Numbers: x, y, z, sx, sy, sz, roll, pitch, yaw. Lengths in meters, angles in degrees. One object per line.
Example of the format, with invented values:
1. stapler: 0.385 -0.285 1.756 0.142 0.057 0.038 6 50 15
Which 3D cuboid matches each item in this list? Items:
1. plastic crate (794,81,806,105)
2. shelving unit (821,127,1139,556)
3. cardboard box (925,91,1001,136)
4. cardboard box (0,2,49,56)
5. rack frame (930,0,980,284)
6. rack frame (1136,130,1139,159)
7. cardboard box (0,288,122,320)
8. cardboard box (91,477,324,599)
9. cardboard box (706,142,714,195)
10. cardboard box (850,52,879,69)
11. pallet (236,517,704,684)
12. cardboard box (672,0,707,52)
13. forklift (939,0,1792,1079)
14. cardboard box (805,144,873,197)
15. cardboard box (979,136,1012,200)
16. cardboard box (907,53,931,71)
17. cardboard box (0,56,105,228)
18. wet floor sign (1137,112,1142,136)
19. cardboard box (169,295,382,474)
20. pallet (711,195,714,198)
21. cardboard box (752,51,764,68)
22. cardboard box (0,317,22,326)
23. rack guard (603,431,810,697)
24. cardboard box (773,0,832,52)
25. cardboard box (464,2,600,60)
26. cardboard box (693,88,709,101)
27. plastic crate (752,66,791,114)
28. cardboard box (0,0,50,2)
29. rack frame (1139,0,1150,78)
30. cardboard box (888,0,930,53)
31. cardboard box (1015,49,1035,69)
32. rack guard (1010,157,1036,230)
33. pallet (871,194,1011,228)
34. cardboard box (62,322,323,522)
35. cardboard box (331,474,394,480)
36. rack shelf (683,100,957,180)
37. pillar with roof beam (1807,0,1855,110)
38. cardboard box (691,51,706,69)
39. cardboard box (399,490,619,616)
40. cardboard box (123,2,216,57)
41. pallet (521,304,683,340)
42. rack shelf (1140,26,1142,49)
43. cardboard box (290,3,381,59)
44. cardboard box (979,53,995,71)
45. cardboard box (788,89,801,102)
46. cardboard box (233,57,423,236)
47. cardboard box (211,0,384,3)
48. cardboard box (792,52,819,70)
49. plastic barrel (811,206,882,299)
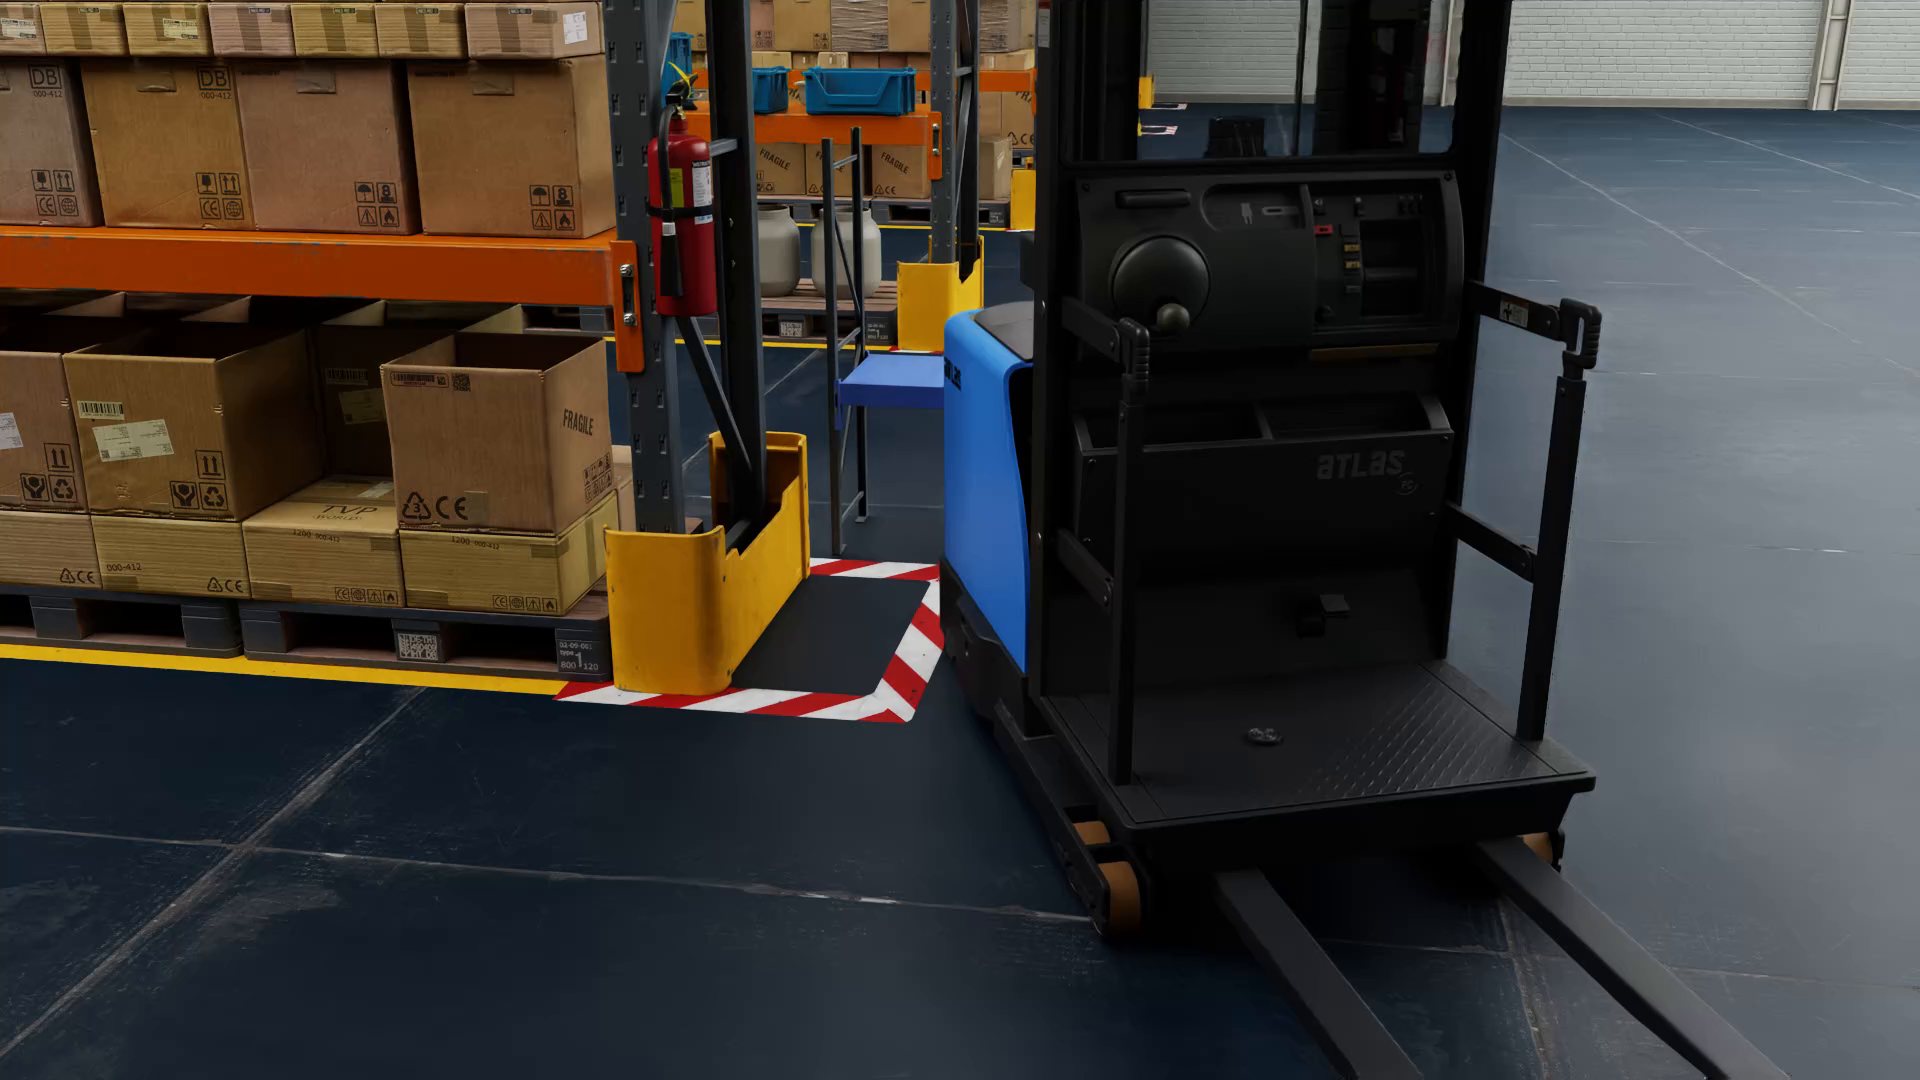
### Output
1. plastic crate: -0.856 -2.722 10.126 0.250 0.136 0.298 3 19 9
2. shelving unit: 0.084 -0.707 6.052 1.048 1.500 0.538 3 19 9
3. cardboard box: 0.100 -5.050 19.355 0.875 0.875 0.875 3 19 8
4. cardboard box: -2.752 -1.541 5.002 0.250 0.149 0.380 3 19 8
5. rack frame: -0.023 -2.701 9.648 0.127 3.000 1.000 3 19 9
6. rack frame: 0.586 -0.681 5.976 0.032 1.500 0.500 3 19 9
7. cardboard box: -3.283 -0.594 5.840 0.500 0.500 0.500 3 19 9
8. cardboard box: -2.378 -0.025 5.322 0.500 0.250 0.500 3 19 9
9. cardboard box: -2.231 -3.409 15.040 0.500 0.500 0.500 9 21 26
10. cardboard box: -0.788 -4.141 14.348 0.250 0.149 0.380 3 19 9
11. pallet: -1.574 0.148 5.529 1.213 0.211 1.003 3 19 9
12. cardboard box: -2.264 -4.564 14.590 0.500 0.500 0.875 3 19 9
13. forklift: 0.766 -0.644 3.609 1.130 2.935 3.031 -4 19 -12
14. cardboard box: -1.062 -3.360 14.895 0.500 0.500 0.500 5 19 14
15. cardboard box: 0.149 -3.303 14.725 0.500 0.500 0.500 7 20 19
16. cardboard box: -0.298 -4.110 14.255 0.250 0.149 0.380 3 19 9
17. cardboard box: -2.800 -1.301 5.307 0.500 0.500 0.700 3 19 10
18. wet floor sign: 2.352 -5.896 22.907 0.232 0.644 0.267 10 21 27
19. cardboard box: -2.296 -0.542 5.687 0.500 0.500 0.500 3 19 9
20. pallet: -2.518 -3.109 15.262 1.213 0.211 1.003 3 19 9
21. cardboard box: -1.784 -4.175 14.448 0.250 0.149 0.380 3 19 9
22. cardboard box: -3.366 -0.430 5.350 0.500 0.500 0.500 3 19 9
23. rack guard: -0.789 0.037 5.404 0.348 0.500 1.175 3 19 9
24. cardboard box: -1.267 -4.532 14.495 0.500 0.500 0.875 3 19 9
25. cardboard box: -1.220 -1.464 4.771 0.250 0.149 0.380 3 19 8
26. cardboard box: -2.927 -5.138 19.815 0.750 0.750 1.050 3 19 8
27. plastic crate: -1.205 -2.596 9.570 0.408 0.251 0.499 3 19 9
28. cardboard box: -2.836 -1.917 5.103 0.500 0.500 0.700 3 19 9
29. rack frame: 3.118 -8.913 28.213 0.127 3.000 1.000 3 19 9
30. cardboard box: -0.289 -4.465 14.294 0.500 0.500 0.875 3 19 9
31. cardboard box: 0.519 -4.222 14.591 0.250 0.149 0.380 3 19 9
32. rack guard: 0.688 -3.071 14.693 0.348 0.500 1.175 3 19 9
33. pallet: -0.109 -2.986 14.895 1.213 0.211 1.003 3 19 9
34. cardboard box: -2.379 -0.380 5.200 0.500 0.500 0.500 3 19 9
35. cardboard box: -1.801 -0.165 5.741 0.500 0.250 0.500 3 19 9
36. rack shelf: -1.998 -2.460 10.063 4.000 0.370 1.077 3 19 9
37. pillar with roof beam: 13.739 -10.122 22.373 0.400 9.000 9.100 3 19 9
38. cardboard box: -2.278 -4.200 14.523 0.250 0.149 0.380 3 19 9
39. cardboard box: -1.389 0.021 5.184 0.500 0.250 0.500 3 19 9
40. cardboard box: -2.238 -1.516 4.926 0.250 0.149 0.380 4 19 10
41. pallet: -2.108 -1.472 10.371 1.213 0.211 1.003 3 19 9
42. rack shelf: 1.143 -8.672 28.627 4.000 0.370 1.077 3 19 9
43. cardboard box: -1.731 -1.489 4.847 0.250 0.149 0.380 3 19 8
44. cardboard box: 0.202 -4.096 14.213 0.250 0.149 0.380 3 19 9
45. cardboard box: -1.690 -5.141 19.626 0.875 0.875 0.875 3 19 9
46. cardboard box: -1.791 -1.249 5.151 0.500 0.500 0.700 3 19 10
47. cardboard box: -1.844 -1.867 4.953 0.500 0.500 0.700 2 19 7
48. cardboard box: -1.285 -4.160 14.405 0.250 0.149 0.380 3 19 9
49. plastic barrel: -0.685 -1.729 10.003 0.421 0.512 0.421 0 18 0
